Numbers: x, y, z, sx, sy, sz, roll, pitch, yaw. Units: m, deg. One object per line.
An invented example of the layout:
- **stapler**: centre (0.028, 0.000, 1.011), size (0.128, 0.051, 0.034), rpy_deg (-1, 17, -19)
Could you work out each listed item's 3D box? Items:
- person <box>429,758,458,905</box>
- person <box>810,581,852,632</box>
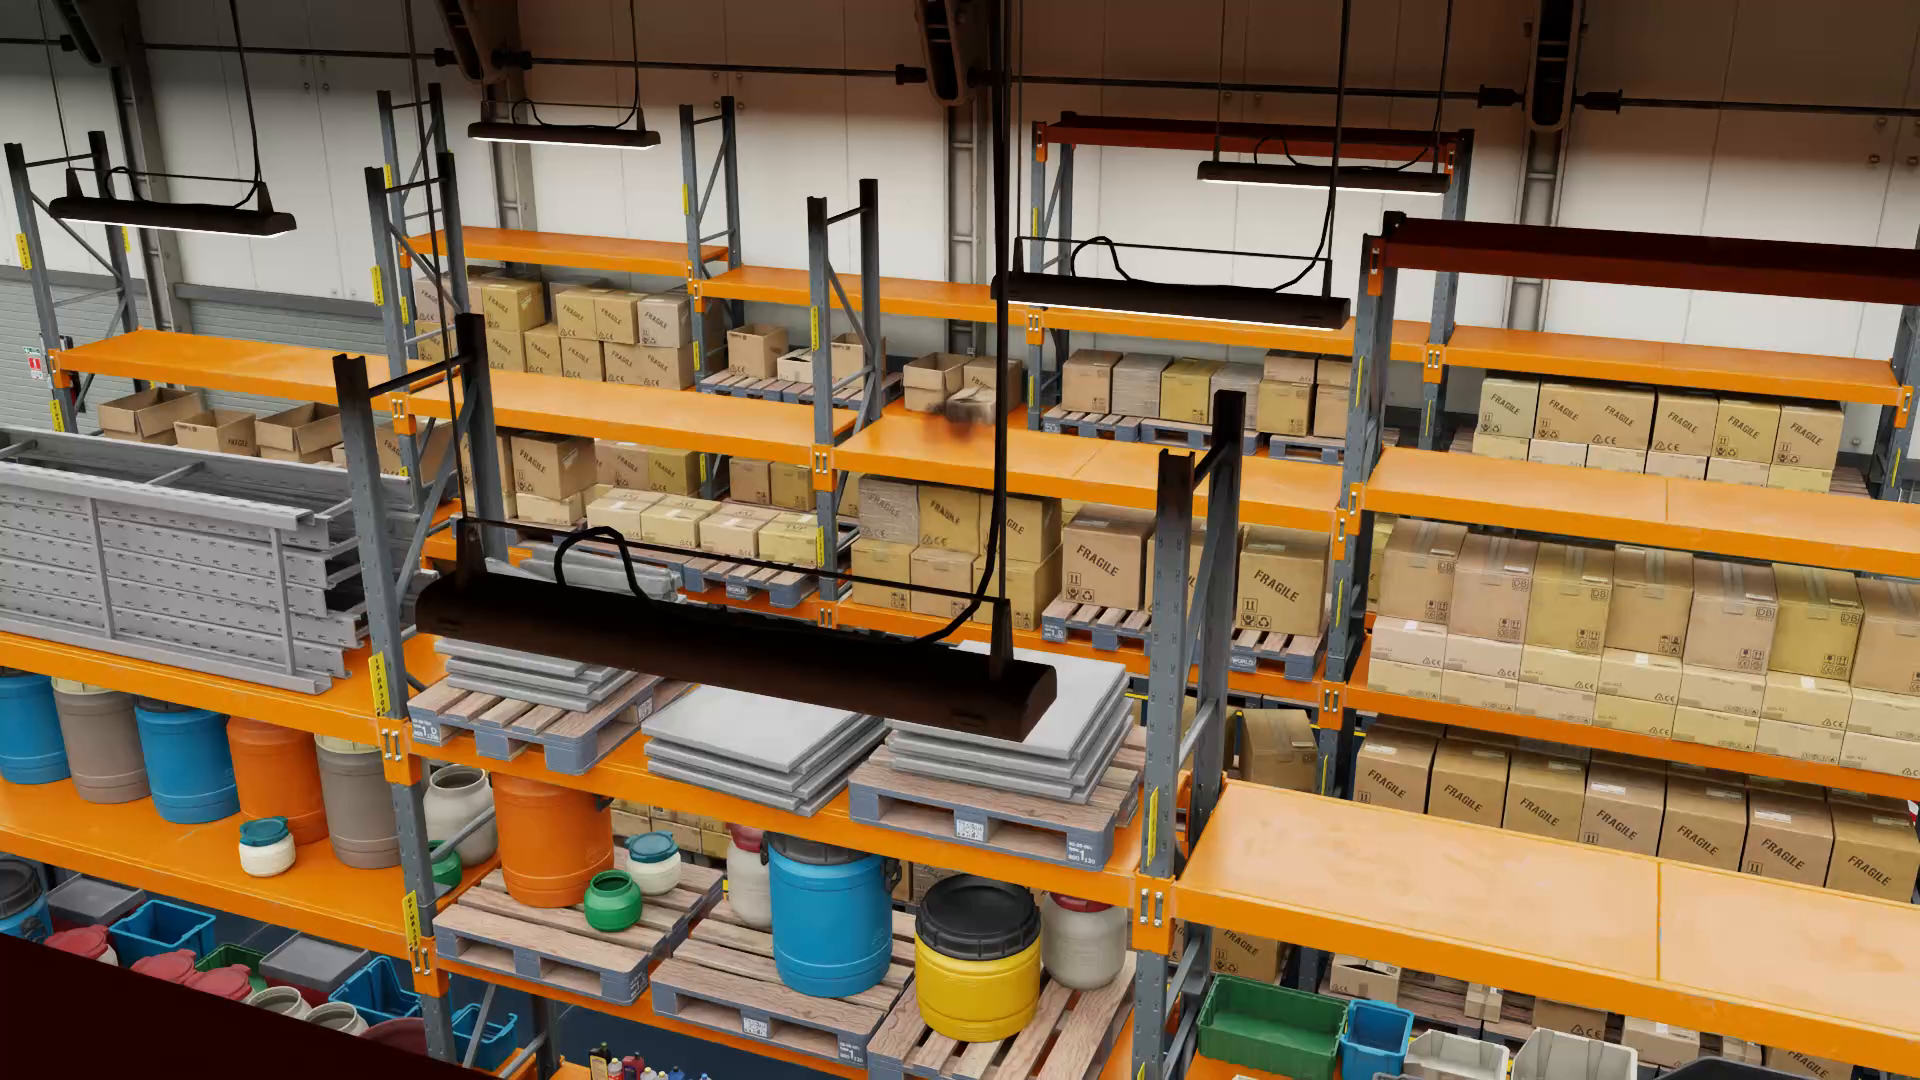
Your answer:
- **person**: centre (-4.302, 2.343, 13.827), size (0.639, 1.730, 0.452), rpy_deg (1, 21, 4)
- **person**: centre (-1.361, 0.739, 17.969), size (0.622, 1.768, 0.358), rpy_deg (12, 24, 29)
